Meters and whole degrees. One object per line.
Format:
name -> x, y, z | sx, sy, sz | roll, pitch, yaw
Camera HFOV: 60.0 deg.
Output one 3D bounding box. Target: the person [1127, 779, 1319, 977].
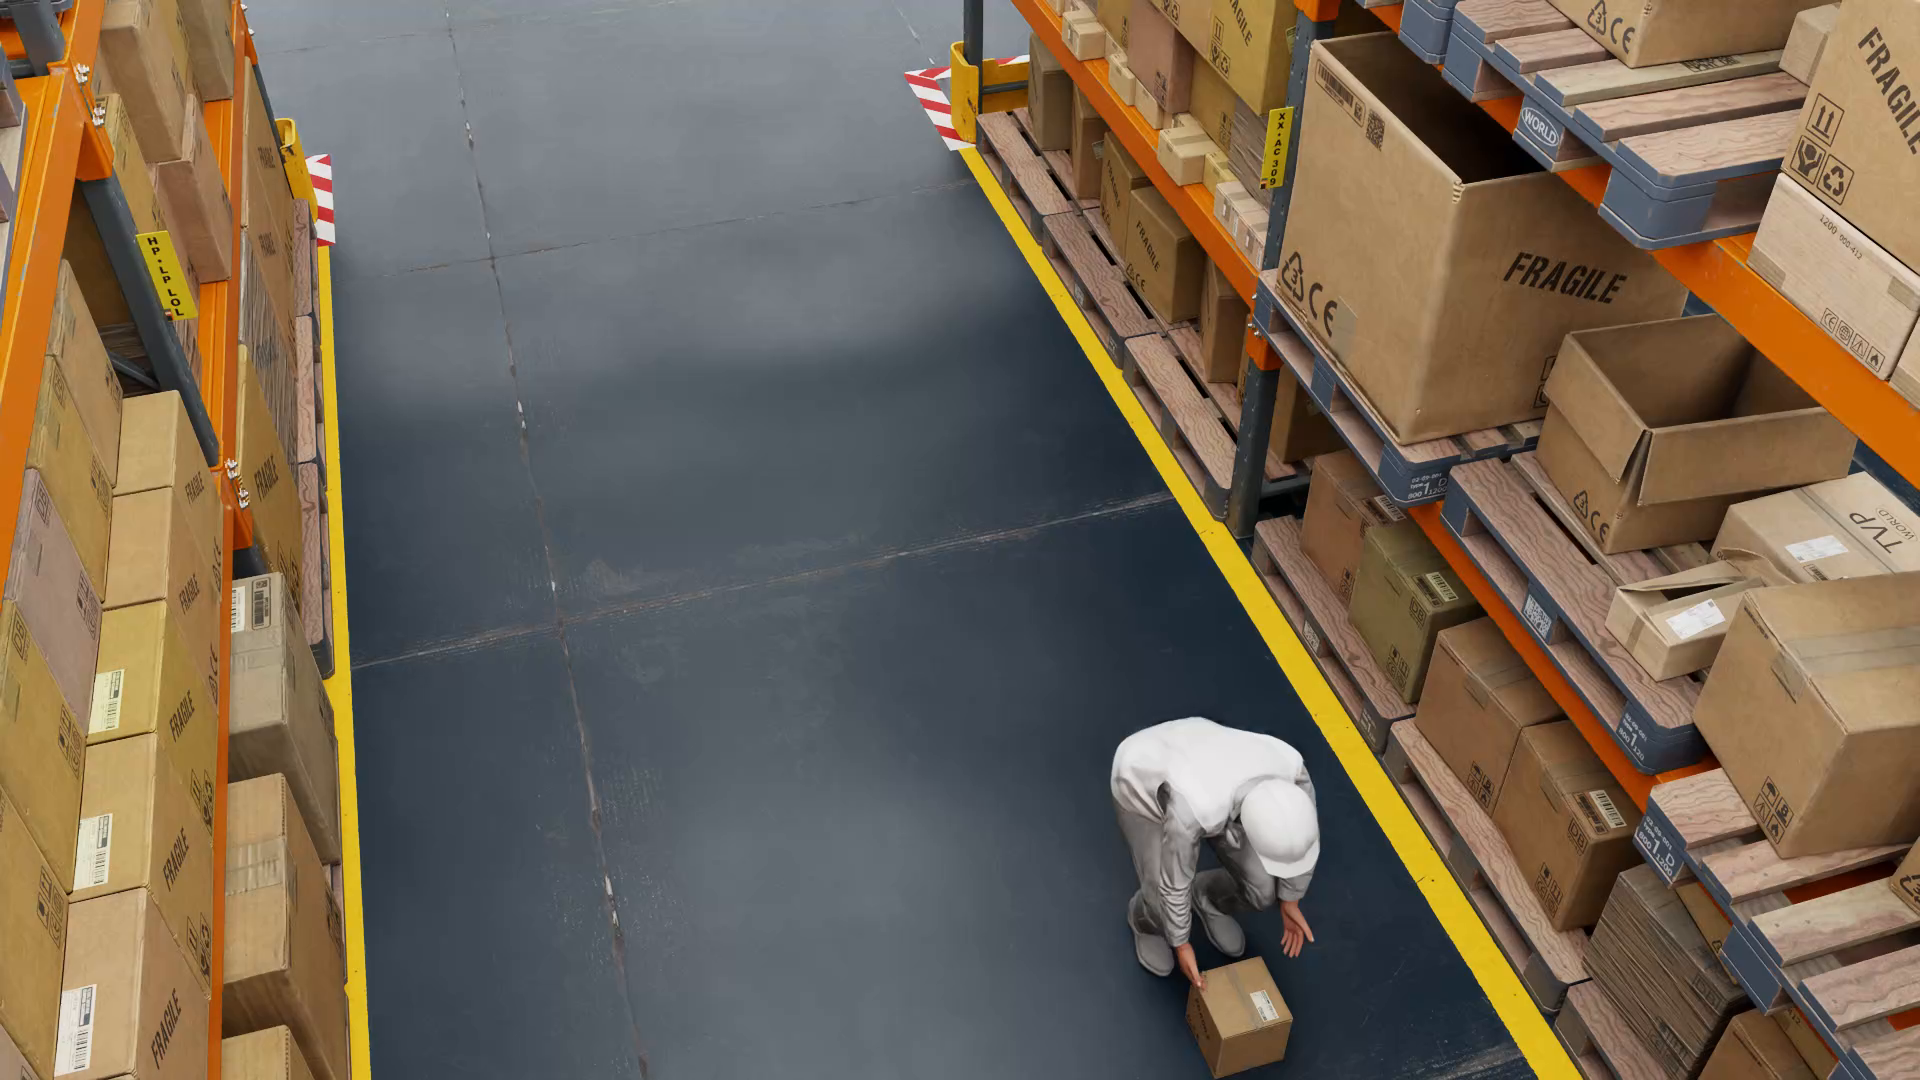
person -> 3.974, -1.575, 4.875 | 7.197, 5.811, 11.417 | -12, 43, -13
